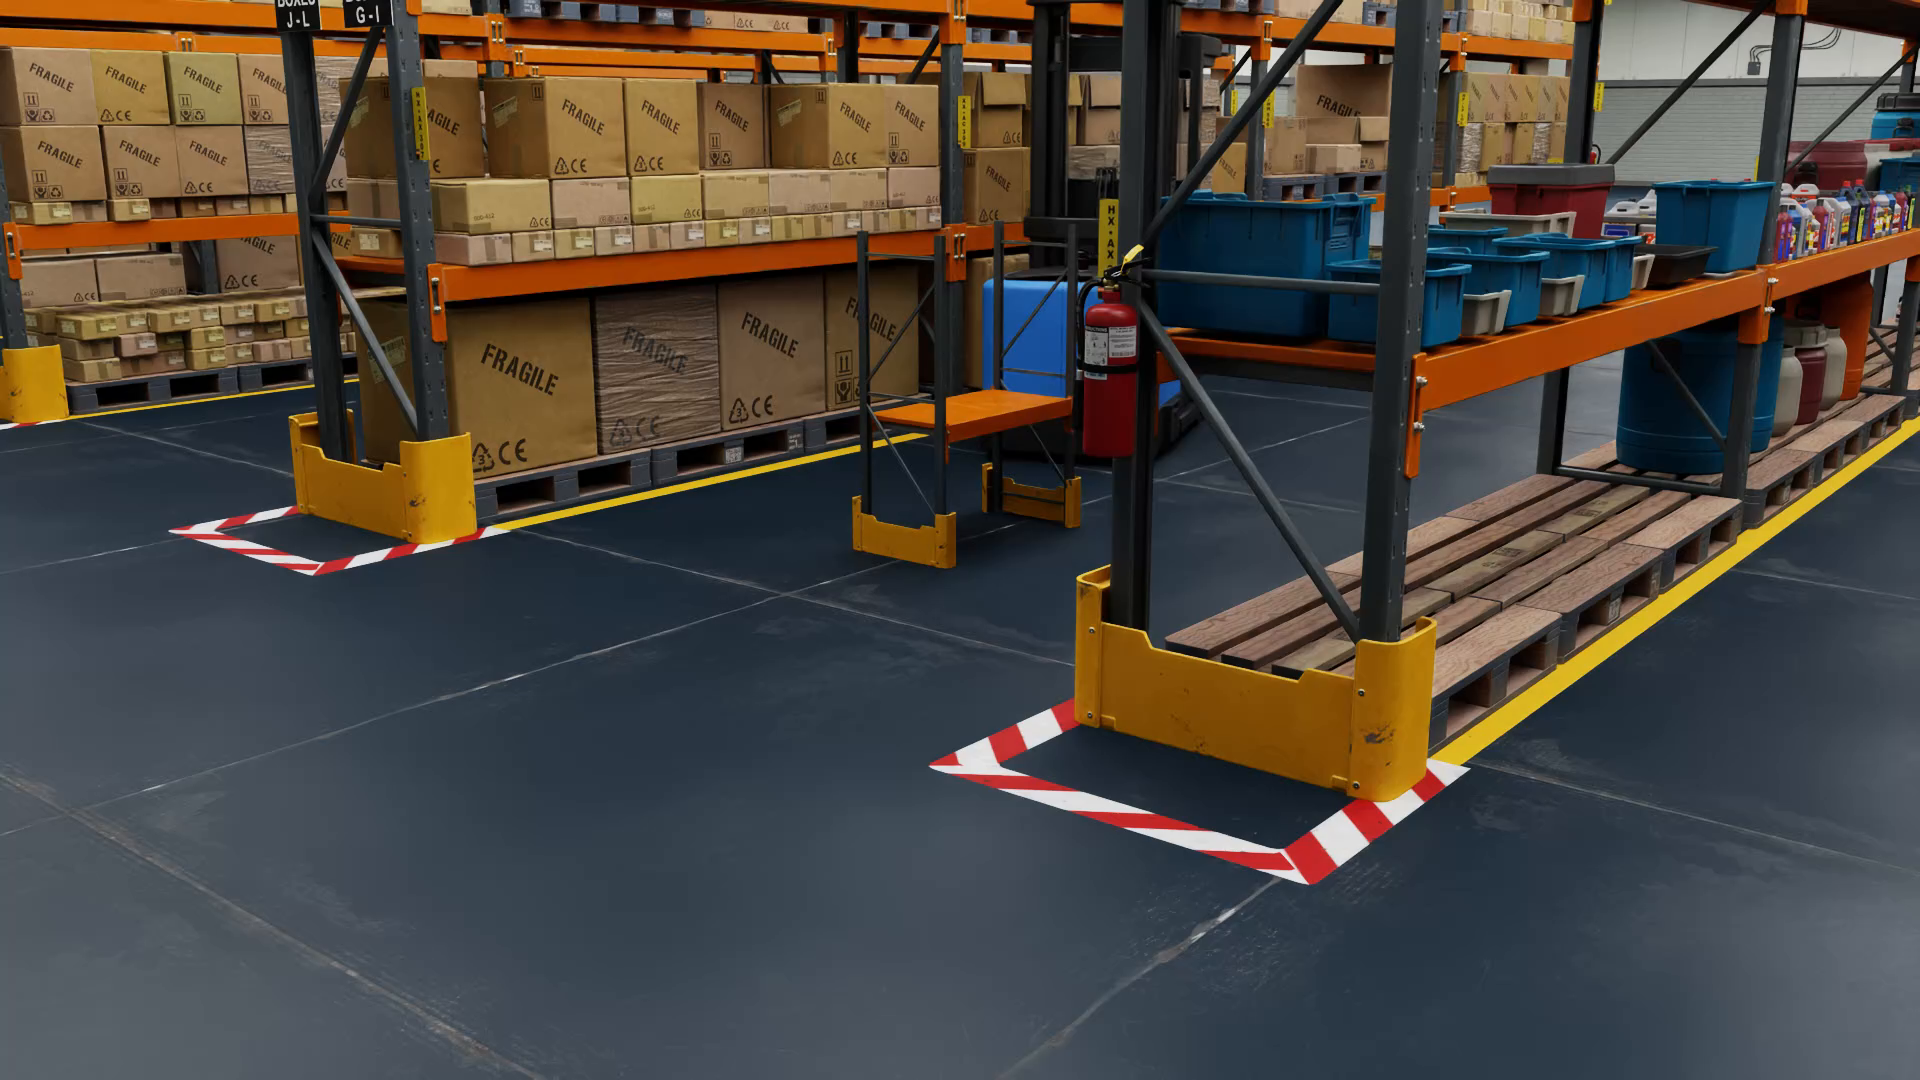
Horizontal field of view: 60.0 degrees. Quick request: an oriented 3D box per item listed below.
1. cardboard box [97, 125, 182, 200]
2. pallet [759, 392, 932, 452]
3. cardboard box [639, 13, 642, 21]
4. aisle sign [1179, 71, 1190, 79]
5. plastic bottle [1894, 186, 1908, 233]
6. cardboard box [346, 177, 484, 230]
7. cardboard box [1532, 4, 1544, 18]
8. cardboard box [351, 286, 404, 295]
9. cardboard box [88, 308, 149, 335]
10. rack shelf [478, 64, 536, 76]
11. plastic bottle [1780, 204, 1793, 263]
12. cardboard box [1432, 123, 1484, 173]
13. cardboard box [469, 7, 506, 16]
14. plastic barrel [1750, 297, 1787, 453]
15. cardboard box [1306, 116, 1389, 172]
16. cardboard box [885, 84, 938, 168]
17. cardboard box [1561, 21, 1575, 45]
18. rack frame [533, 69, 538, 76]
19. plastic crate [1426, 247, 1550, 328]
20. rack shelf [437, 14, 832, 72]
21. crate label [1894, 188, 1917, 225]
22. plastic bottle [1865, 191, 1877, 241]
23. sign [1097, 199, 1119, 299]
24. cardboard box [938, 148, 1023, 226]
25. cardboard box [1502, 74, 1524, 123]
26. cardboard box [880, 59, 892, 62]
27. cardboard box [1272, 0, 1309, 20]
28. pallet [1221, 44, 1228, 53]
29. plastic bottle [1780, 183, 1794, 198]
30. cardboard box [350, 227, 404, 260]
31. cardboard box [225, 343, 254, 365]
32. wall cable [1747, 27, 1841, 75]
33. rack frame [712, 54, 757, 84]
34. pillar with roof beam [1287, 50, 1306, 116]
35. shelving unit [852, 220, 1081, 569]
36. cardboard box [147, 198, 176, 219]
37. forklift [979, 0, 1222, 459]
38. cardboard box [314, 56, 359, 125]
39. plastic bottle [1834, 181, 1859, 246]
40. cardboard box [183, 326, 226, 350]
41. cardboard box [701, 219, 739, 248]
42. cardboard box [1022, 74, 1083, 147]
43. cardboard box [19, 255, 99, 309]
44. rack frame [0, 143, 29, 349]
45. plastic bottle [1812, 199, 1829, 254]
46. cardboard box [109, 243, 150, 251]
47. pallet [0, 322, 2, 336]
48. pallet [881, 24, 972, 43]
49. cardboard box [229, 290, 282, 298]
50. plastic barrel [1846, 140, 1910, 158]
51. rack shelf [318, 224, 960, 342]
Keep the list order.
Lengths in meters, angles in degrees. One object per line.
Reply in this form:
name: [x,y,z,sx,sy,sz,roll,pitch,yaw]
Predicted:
cardboard box: [-5.900,-2.682,11.781,0.500,0.500,0.500,11,18,38]
pallet: [-0.944,-0.834,10.976,1.003,0.211,1.213,11,18,38]
cardboard box: [-2.871,-5.112,15.860,0.500,0.500,0.500,11,18,38]
aisle sign: [3.153,-6.724,23.218,0.394,0.787,0.004,11,18,38]
plastic bottle: [5.893,-2.074,10.432,0.061,0.283,0.133,11,18,38]
cardboard box: [-2.821,-1.758,8.652,0.500,0.250,0.500,11,18,37]
cardboard box: [6.173,-5.796,18.251,0.380,0.149,0.250,10,17,35]
cardboard box: [-4.725,-1.966,13.498,0.380,0.149,0.250,12,19,39]
cardboard box: [-6.041,-1.569,11.936,0.380,0.149,0.250,12,18,39]
rack shelf: [-8.206,-6.874,24.459,1.077,0.370,4.000,11,18,38]
plastic bottle: [4.093,-1.526,8.273,0.061,0.283,0.133,11,18,38]
cardboard box: [4.953,-4.120,17.442,0.875,0.500,0.500,11,18,38]
cardboard box: [-5.719,-6.230,19.401,0.797,0.503,0.637,10,17,34]
plastic barrel: [4.247,-0.976,9.282,0.600,0.901,0.708,11,18,38]
cardboard box: [3.605,-3.758,15.762,0.797,0.503,0.637,14,20,43]
cardboard box: [-0.486,-2.624,10.539,0.500,0.500,0.500,12,19,39]
cardboard box: [6.720,-5.770,18.958,0.500,0.250,0.500,11,18,38]
rack frame: [-6.949,-6.152,26.247,1.000,3.000,0.127,11,18,38]
plastic crate: [1.758,-0.857,5.621,0.416,0.233,0.300,11,18,38]
rack shelf: [-2.943,-4.594,15.483,1.077,0.370,4.000,11,18,38]
crate label: [6.517,-2.260,11.267,0.303,0.233,0.416,11,18,38]
plastic bottle: [5.320,-1.899,9.745,0.061,0.283,0.133,11,18,38]
sign: [0.495,-0.947,5.429,0.100,0.325,0.005,11,18,38]
cardboard box: [0.078,-2.417,11.341,0.500,0.500,0.500,11,18,38]
cardboard box: [5.731,-4.767,17.956,0.500,0.500,0.500,11,18,38]
cardboard box: [-1.233,-7.179,24.710,0.380,0.149,0.250,11,18,37]
cardboard box: [2.602,-4.517,14.022,0.500,0.250,0.500,12,18,39]
pallet: [2.884,-6.671,22.378,1.003,0.211,1.213,11,18,38]
plastic bottle: [5.438,-2.225,11.043,0.152,0.276,0.135,11,18,38]
cardboard box: [-2.952,-1.550,8.643,0.380,0.149,0.250,12,18,39]
cardboard box: [-5.552,-1.419,12.555,0.380,0.149,0.250,11,18,38]
wall cable: [23.536,-16.113,46.365,2.305,6.003,0.169,11,18,38]
rack frame: [-3.086,-5.384,23.226,1.000,3.000,0.127,11,18,38]
pillar with roof beam: [12.859,-13.762,44.018,9.100,9.000,0.400,11,18,38]
shelving unit: [0.048,-0.742,7.996,0.587,1.500,1.083,11,18,38]
cardboard box: [-5.861,-2.398,11.982,0.380,0.149,0.250,12,19,40]
forklift: [1.063,-2.215,10.889,1.130,2.935,3.031,5,15,18]
cardboard box: [-4.938,-3.455,12.795,0.500,0.500,0.500,12,18,39]
plastic bottle: [4.988,-1.847,9.402,0.144,0.351,0.185,11,18,38]
cardboard box: [-5.638,-1.503,12.280,0.380,0.149,0.250,12,19,39]
cardboard box: [-1.474,-1.743,9.401,0.380,0.149,0.250,11,18,36]
cardboard box: [0.430,-3.107,12.019,0.797,0.503,0.637,12,18,38]
cardboard box: [-9.154,-2.539,16.376,0.875,0.438,0.875,11,18,36]
rack frame: [-6.714,-2.340,11.241,1.000,3.000,0.127,11,18,38]
plastic bottle: [4.567,-1.670,8.842,0.061,0.283,0.133,11,18,38]
cardboard box: [-10.854,-3.868,21.481,0.500,0.500,0.500,11,18,36]
pallet: [-9.419,-2.133,16.089,1.003,0.211,1.213,11,18,38]
pallet: [-0.622,-5.580,18.288,1.003,0.211,1.213,12,19,40]
cardboard box: [-5.580,-1.887,13.186,0.380,0.149,0.250,11,18,38]
plastic barrel: [6.970,-2.778,12.689,0.433,0.535,0.433,0,14,0]
rack shelf: [-1.663,-1.587,9.739,1.077,0.370,4.000,11,18,38]
